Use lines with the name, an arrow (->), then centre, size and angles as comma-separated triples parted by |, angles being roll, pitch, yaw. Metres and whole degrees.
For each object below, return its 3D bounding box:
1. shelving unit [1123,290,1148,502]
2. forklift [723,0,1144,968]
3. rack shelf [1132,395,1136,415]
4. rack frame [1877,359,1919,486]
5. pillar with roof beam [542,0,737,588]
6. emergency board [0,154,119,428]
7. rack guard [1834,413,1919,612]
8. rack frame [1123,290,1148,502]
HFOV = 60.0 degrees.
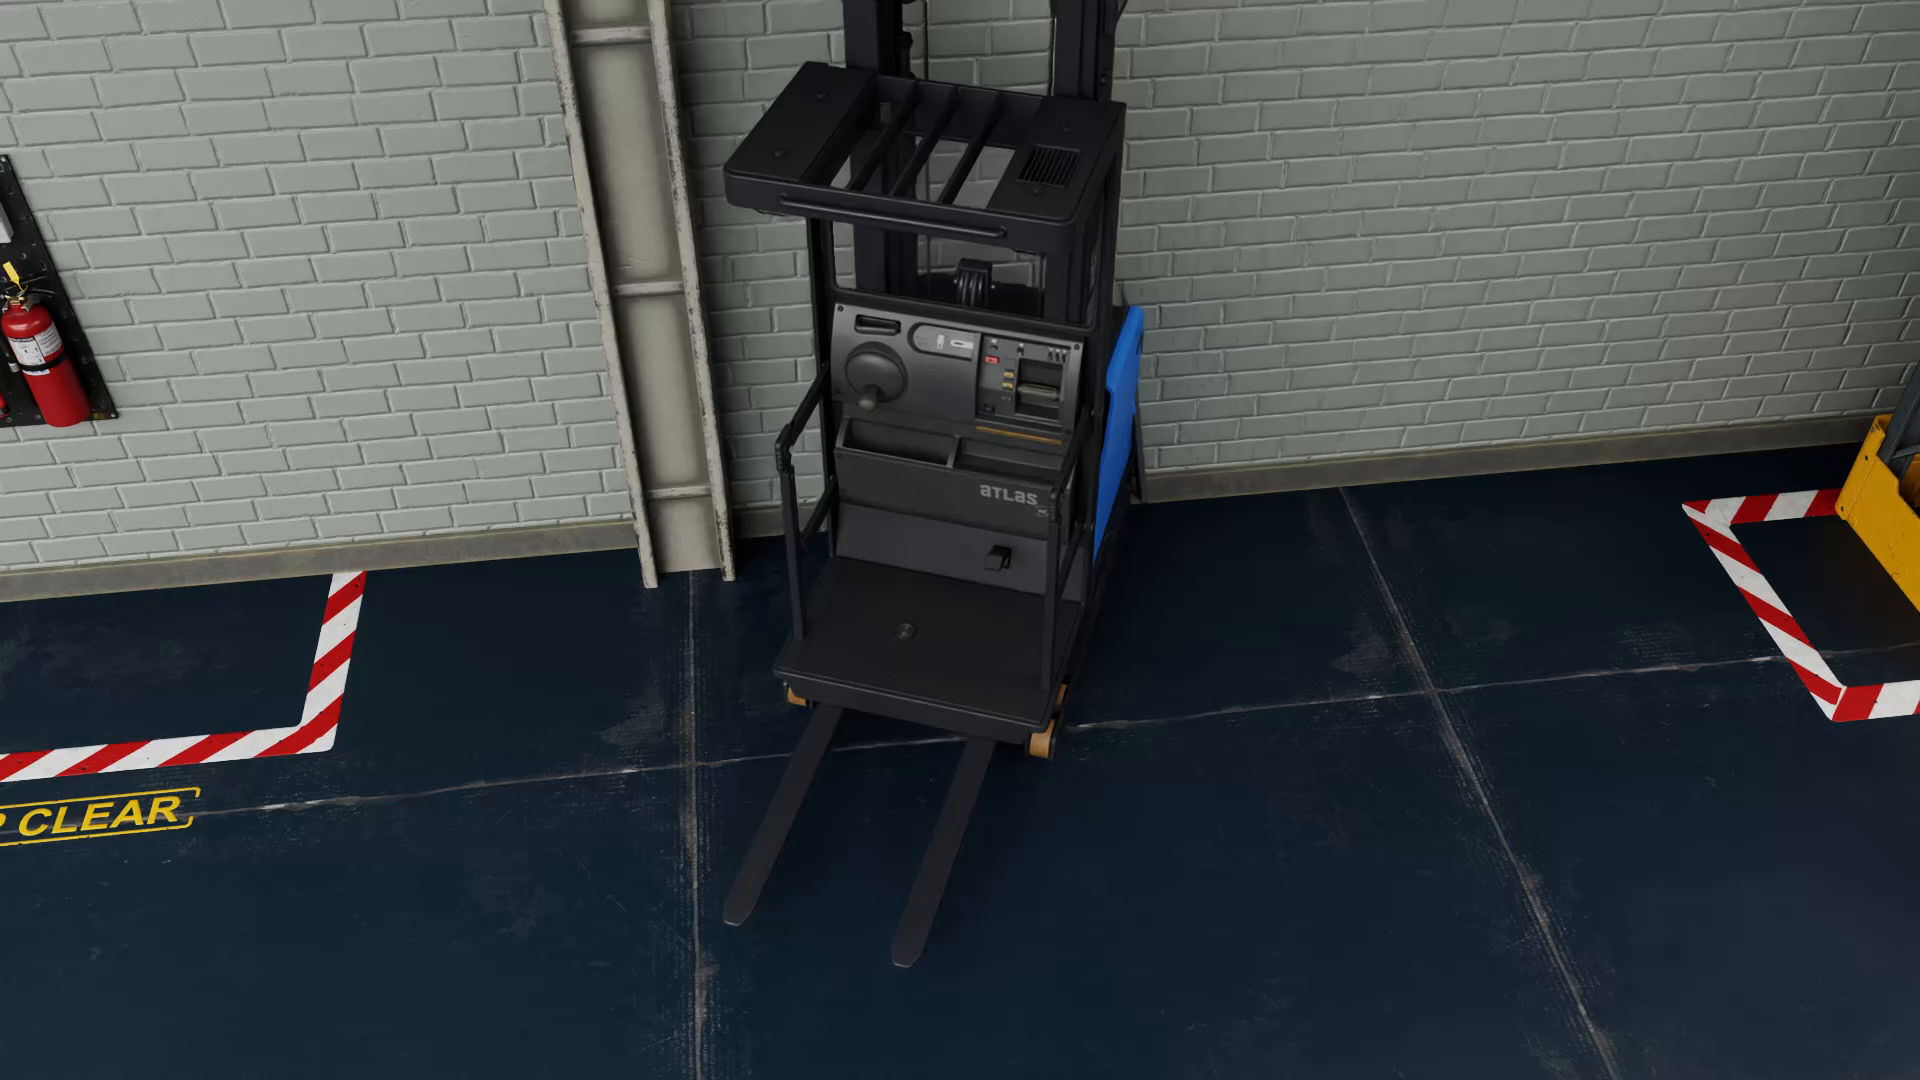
shelving unit -> 0.172, -0.703, 7.119 | 1.048, 1.500, 0.538 | -23, 38, -17
forklift -> -0.074, -0.531, 5.866 | 1.130, 2.935, 3.031 | 11, 43, 12
rack shelf -> 0.197, -0.561, 7.226 | 1.000, 0.185, 0.538 | -23, 38, -17
rack frame -> 4.173, -0.909, 6.234 | 0.127, 3.000, 1.000 | -5, 42, -6
pillar with roof beam -> -0.636, -0.392, 1.181 | 0.400, 9.000, 9.100 | -5, 42, -6
emergency board -> -3.649, -0.834, 6.150 | 0.643, 1.169, 0.194 | -5, 42, -6
rack guard -> 4.249, 0.012, 7.078 | 0.348, 0.500, 1.175 | -5, 42, -6
rack frame -> 0.620, -0.893, 7.267 | 0.032, 1.500, 0.500 | -23, 38, -17
